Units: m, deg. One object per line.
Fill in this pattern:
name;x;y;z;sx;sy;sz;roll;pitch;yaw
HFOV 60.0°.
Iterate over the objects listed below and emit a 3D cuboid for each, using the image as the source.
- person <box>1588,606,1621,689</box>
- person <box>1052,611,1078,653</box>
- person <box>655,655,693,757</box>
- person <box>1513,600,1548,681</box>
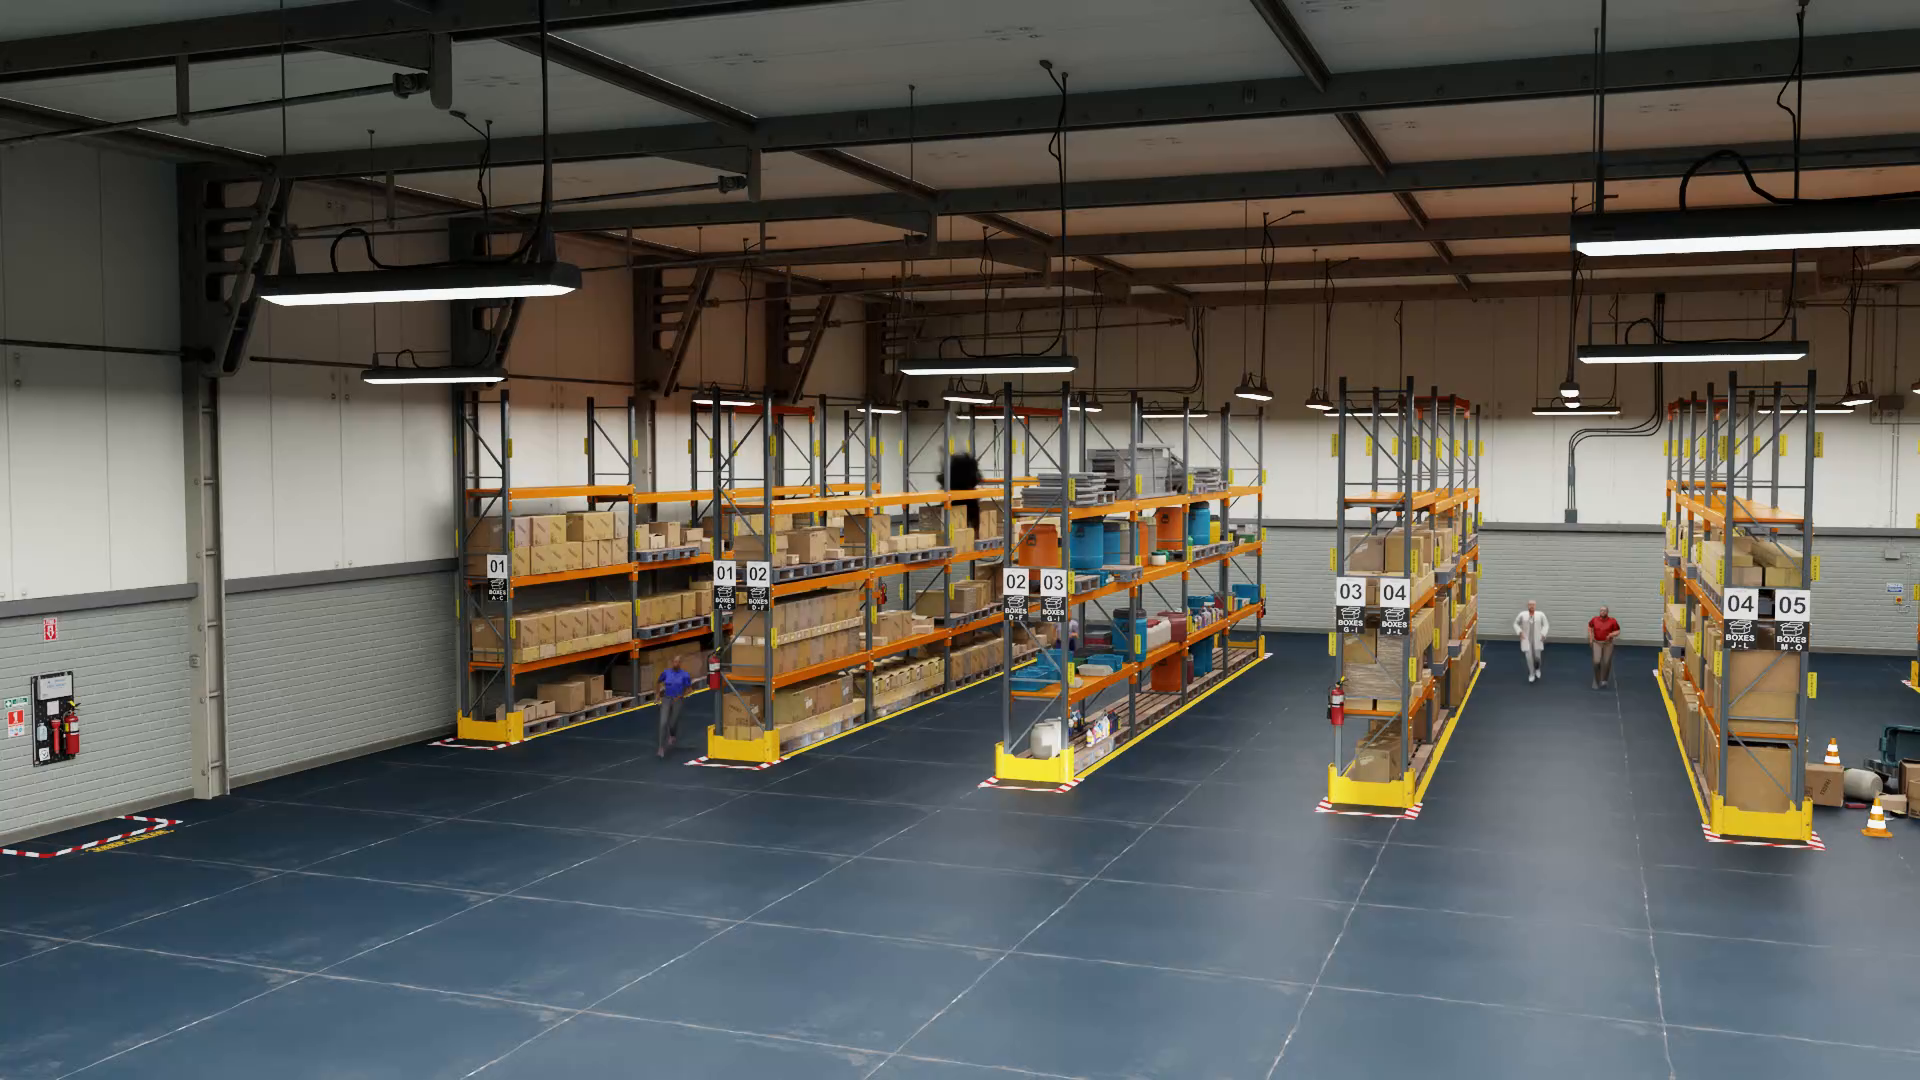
person;13.414;2.259;34.648;0.647;1.785;0.764;1;3;21
person;2.218;2.267;34.939;0.574;1.697;0.718;0;3;4
person;-4.706;2.704;27.372;0.613;1.649;0.810;0;3;-1
person;12.278;2.164;35.787;0.720;1.744;0.584;1;3;19
